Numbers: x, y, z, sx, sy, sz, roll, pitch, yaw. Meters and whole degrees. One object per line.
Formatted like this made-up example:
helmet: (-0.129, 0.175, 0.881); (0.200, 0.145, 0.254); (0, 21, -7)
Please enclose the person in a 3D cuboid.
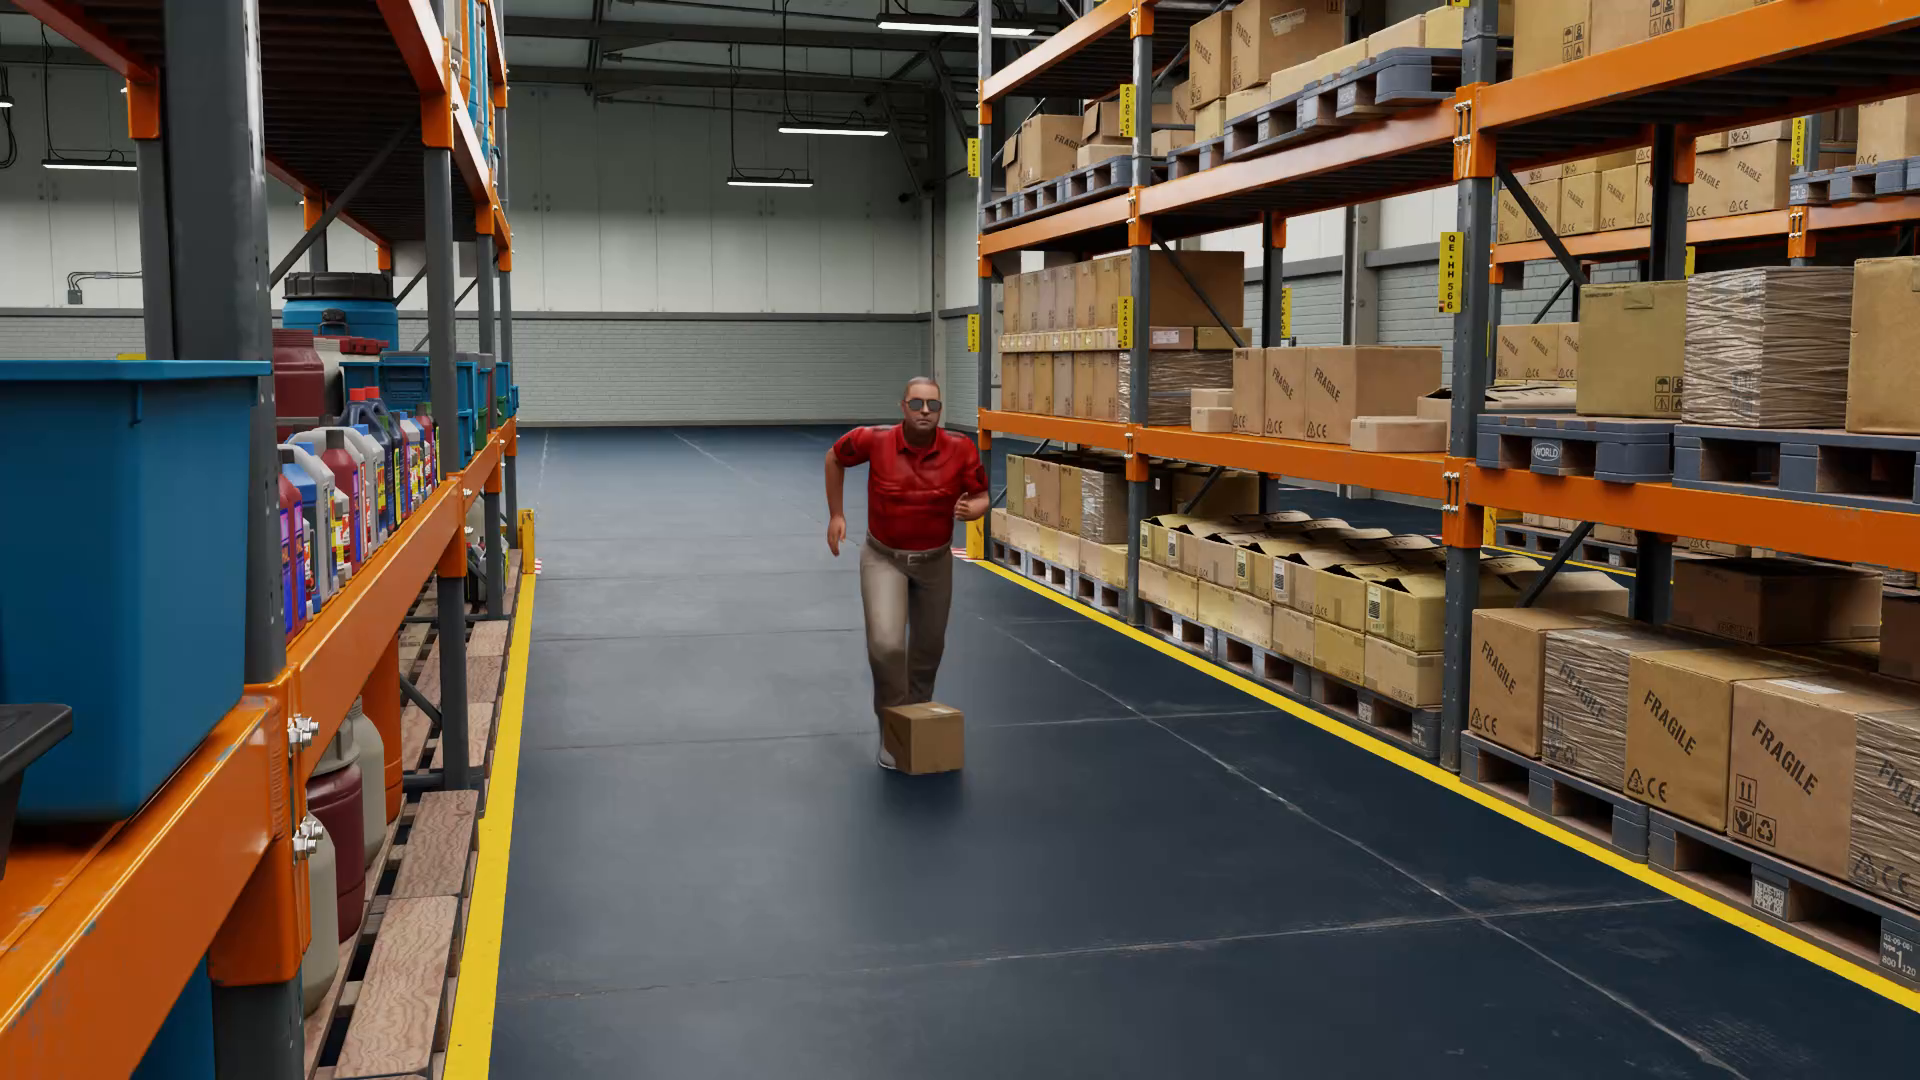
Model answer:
person: (-0.222, 0.125, 7.218); (0.652, 1.663, 0.970); (-2, 6, -19)
